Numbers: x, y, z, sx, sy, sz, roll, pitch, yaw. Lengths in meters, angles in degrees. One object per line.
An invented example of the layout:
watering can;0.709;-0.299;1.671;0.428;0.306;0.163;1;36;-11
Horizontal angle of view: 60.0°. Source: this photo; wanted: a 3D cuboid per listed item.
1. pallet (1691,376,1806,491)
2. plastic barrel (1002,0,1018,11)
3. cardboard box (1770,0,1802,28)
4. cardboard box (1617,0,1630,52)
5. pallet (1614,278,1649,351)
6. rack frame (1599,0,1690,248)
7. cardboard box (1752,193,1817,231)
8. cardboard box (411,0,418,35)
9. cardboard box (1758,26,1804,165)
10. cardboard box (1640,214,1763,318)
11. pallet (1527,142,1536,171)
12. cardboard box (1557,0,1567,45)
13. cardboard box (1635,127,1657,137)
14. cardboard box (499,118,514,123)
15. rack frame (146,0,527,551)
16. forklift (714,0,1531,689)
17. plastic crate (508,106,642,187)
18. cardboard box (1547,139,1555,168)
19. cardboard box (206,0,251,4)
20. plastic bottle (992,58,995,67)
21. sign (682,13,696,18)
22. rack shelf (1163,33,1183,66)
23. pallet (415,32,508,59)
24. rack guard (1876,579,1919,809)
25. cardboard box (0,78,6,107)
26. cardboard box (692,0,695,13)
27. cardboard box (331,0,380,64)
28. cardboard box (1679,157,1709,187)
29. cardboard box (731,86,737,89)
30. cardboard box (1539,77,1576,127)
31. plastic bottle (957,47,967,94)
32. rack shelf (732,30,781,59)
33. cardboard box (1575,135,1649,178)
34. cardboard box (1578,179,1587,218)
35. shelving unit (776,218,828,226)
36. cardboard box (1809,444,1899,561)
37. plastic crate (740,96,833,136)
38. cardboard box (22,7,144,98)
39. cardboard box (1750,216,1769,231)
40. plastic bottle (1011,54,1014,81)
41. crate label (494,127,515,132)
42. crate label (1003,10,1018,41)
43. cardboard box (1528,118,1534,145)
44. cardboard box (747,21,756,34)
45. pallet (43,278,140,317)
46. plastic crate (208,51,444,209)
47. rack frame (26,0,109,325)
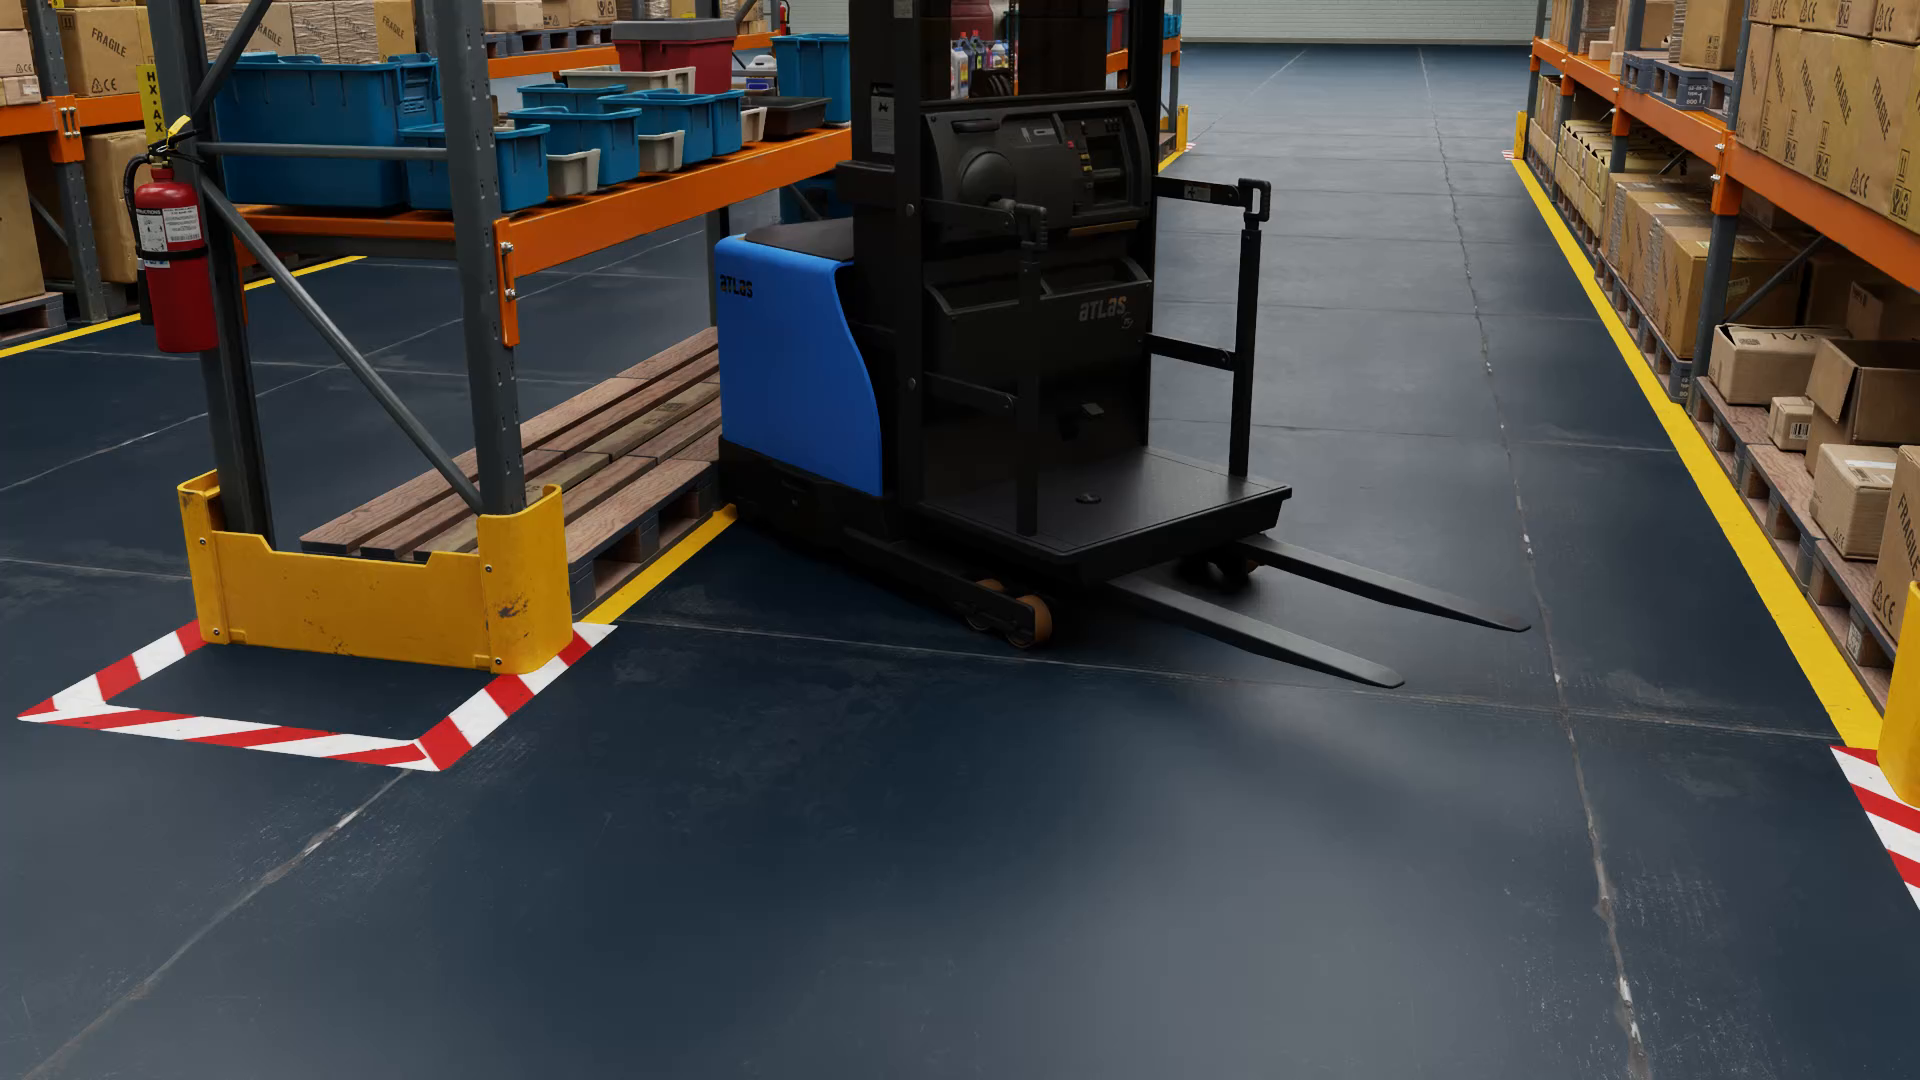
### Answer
pallet;3.787;-0.444;7.160;1.003;0.211;1.213;5;19;13
plastic barrel;0.278;-4.149;13.520;0.421;0.512;0.421;0;19;0
cardboard box;3.442;-2.212;6.321;0.500;0.500;0.500;4;19;12
cardboard box;5.456;-3.972;13.020;0.500;0.500;0.500;5;19;13
pallet;4.414;-1.300;9.668;1.003;0.211;1.213;5;19;13
rack frame;4.933;-3.232;11.010;1.000;3.000;0.127;5;19;13
cardboard box;4.554;-1.804;8.856;0.500;0.250;0.500;5;19;13
cardboard box;-4.579;-4.434;13.724;0.500;0.500;0.500;2;19;7
cardboard box;3.445;-1.727;6.448;0.500;0.500;0.500;5;19;14
cardboard box;4.050;-1.492;9.103;0.500;0.500;0.500;5;19;14
pallet;6.741;-4.177;18.090;1.003;0.211;1.213;5;19;13
cardboard box;6.510;-5.321;16.972;0.700;0.500;0.500;5;19;14
cardboard box;5.968;-3.336;14.049;0.500;0.311;0.500;5;20;15
cardboard box;-4.273;-3.606;15.290;0.700;0.500;0.500;6;20;18
rack frame;-1.824;-1.117;4.817;1.000;3.000;0.127;5;19;13
forklift;0.408;-1.232;5.259;1.130;2.935;3.031;-15;24;-38
plastic crate;-1.284;-1.324;5.589;0.416;0.233;0.300;5;19;13
cardboard box;5.943;-3.702;15.989;0.500;0.250;0.500;5;19;13
cardboard box;-5.186;-3.895;11.244;0.797;0.503;0.637;5;20;15
plastic bottle;0.177;-3.049;10.782;0.097;0.201;0.097;0;19;0
sign;-1.380;-2.546;8.572;0.100;0.325;0.005;5;19;13
rack shelf;1.596;-5.165;17.781;1.077;0.370;4.000;5;19;13
pallet;-4.602;-4.157;14.013;1.213;0.211;1.003;5;19;13
rack guard;2.997;0.434;4.142;1.175;0.500;0.348;5;19;13
cardboard box;-5.469;-2.441;9.081;0.380;0.149;0.250;5;19;14
cardboard box;-3.344;-5.912;18.241;0.875;0.500;0.500;5;19;13
cardboard box;-4.680;-3.733;12.321;0.500;0.500;0.500;4;19;13
cardboard box;5.346;-2.536;11.708;0.500;0.311;0.500;5;20;15
cardboard box;-2.999;-5.154;19.855;0.500;0.500;0.500;10;21;28
cardboard box;6.311;-4.527;17.244;0.500;0.500;0.500;5;19;13
plastic bottle;-0.003;-2.852;10.097;0.097;0.271;0.097;0;19;0
rack shelf;-3.206;-5.556;18.926;1.077;0.370;4.000;5;19;13
cardboard box;5.193;-3.057;13.234;0.500;0.311;0.500;5;20;15
cardboard box;5.073;-2.633;12.860;0.500;0.250;0.500;5;20;15
shelving unit;-0.578;-0.768;6.806;0.252;1.050;0.215;-16;25;-40
cardboard box;3.133;-0.117;5.463;0.500;0.250;0.500;5;19;13
plastic crate;-0.860;-1.897;7.433;0.437;0.125;0.590;5;19;13
cardboard box;-5.295;-2.934;9.981;0.500;0.500;0.500;5;19;14
cardboard box;4.559;-1.460;9.009;0.500;0.500;0.500;5;19;14
plastic bottle;0.319;-3.232;11.318;0.097;0.201;0.097;0;19;0
crate label;-1.671;-1.469;6.164;0.396;0.136;0.243;5;19;13
crate label;0.635;-3.931;13.002;0.502;0.435;0.616;5;19;13
cardboard box;6.541;-4.487;18.287;0.500;0.250;0.500;5;19;13
cardboard box;-2.660;-6.138;19.906;0.380;0.149;0.250;5;19;13
pallet;-5.534;-1.690;10.809;1.003;0.211;1.213;5;19;13
plastic crate;-1.923;-1.282;5.152;0.616;0.435;0.499;5;19;13
rack frame;-5.650;-2.762;9.633;1.000;3.000;0.127;5;19;13
